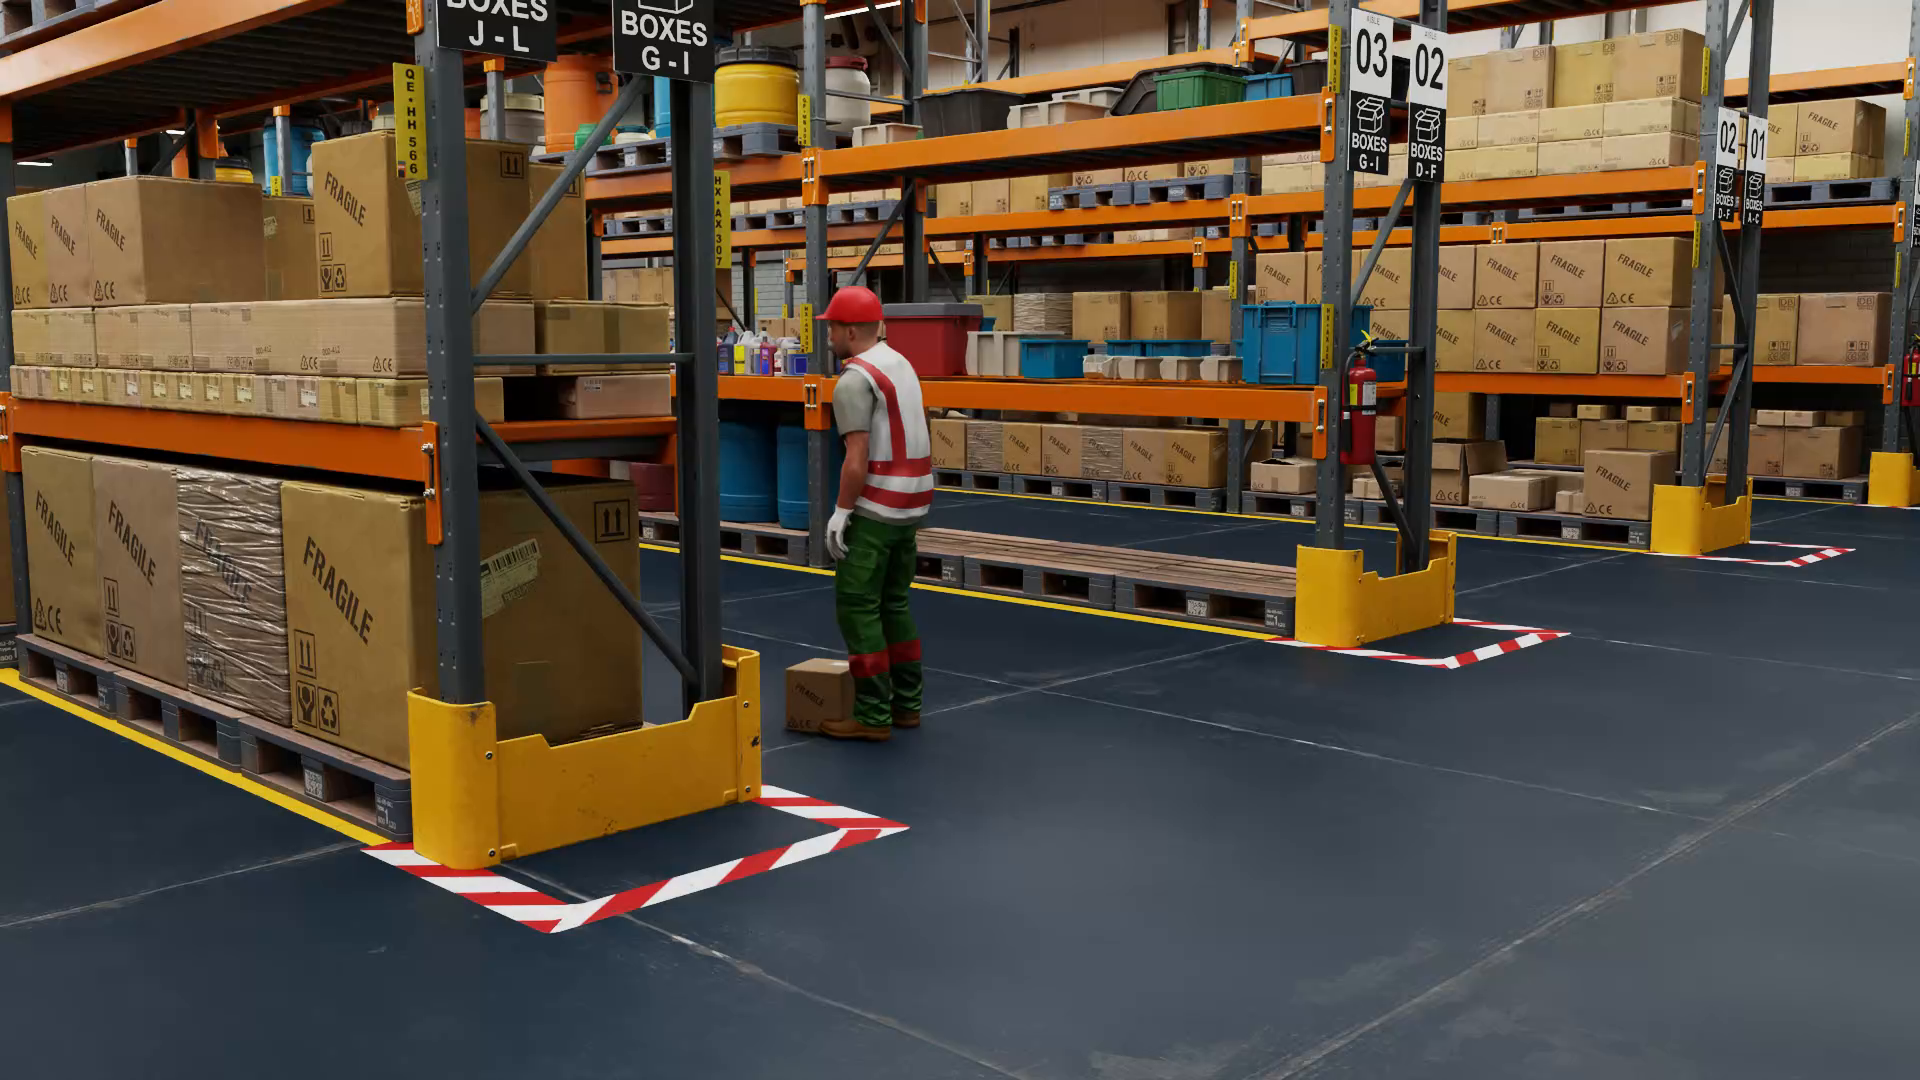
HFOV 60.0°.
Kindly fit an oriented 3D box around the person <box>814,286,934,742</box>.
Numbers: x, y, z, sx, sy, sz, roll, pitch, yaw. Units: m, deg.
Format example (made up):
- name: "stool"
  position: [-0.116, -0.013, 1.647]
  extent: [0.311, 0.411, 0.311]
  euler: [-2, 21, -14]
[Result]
- name: "person"
  position: [-0.346, -0.108, 6.581]
  extent: [0.452, 1.778, 0.613]
  euler: [3, 8, 25]
